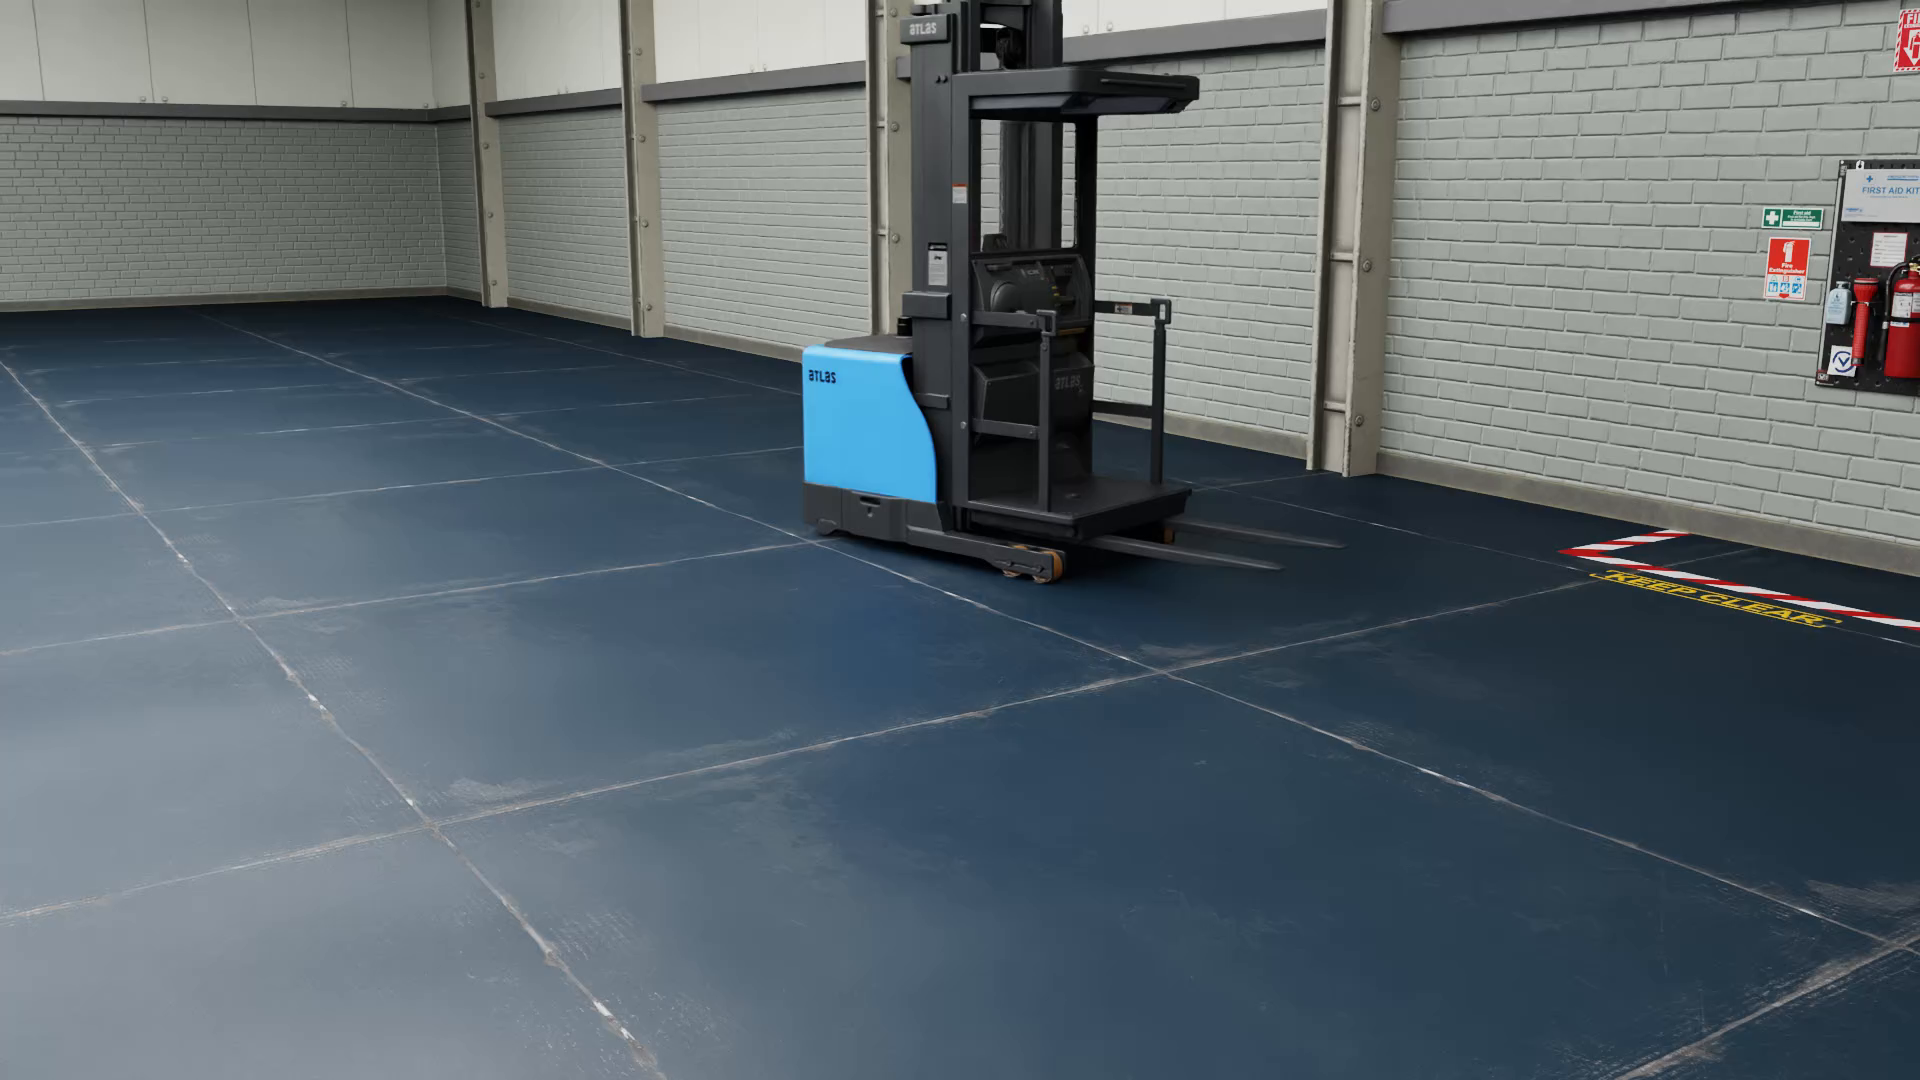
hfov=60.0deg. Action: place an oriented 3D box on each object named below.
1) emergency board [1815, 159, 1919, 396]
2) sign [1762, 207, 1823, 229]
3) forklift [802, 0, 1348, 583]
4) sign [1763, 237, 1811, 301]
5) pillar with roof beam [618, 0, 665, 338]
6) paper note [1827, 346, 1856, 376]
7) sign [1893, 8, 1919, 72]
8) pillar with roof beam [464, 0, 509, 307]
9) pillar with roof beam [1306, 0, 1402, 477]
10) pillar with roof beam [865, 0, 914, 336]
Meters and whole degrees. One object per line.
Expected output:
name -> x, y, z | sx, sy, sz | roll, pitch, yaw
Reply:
emergency board -> 4.645, -1.324, 8.397 | 0.194, 1.169, 0.643 | -8, 15, -33
sign -> 4.420, -1.709, 8.833 | 0.001, 0.109, 0.331 | -8, 15, -33
forklift -> 0.546, -1.341, 8.633 | 3.031, 2.935, 1.130 | 10, 16, 39
sign -> 4.425, -1.452, 8.898 | 0.001, 0.329, 0.234 | -8, 15, -33
pillar with roof beam -> -7.574, -6.503, 18.034 | 9.100, 9.000, 0.400 | -8, 15, -33
paper note -> 4.605, -0.934, 8.672 | 0.016, 0.148, 0.142 | -8, 15, -33
sign -> 4.724, -2.470, 8.210 | 0.001, 0.298, 0.199 | -8, 15, -33
pillar with roof beam -> -10.898, -7.570, 22.914 | 9.100, 9.000, 0.400 | -8, 15, -33
pillar with roof beam -> -0.925, -4.369, 8.275 | 9.100, 9.000, 0.400 | -8, 15, -33
pillar with roof beam -> -4.250, -5.436, 13.154 | 9.100, 9.000, 0.400 | -8, 15, -33
